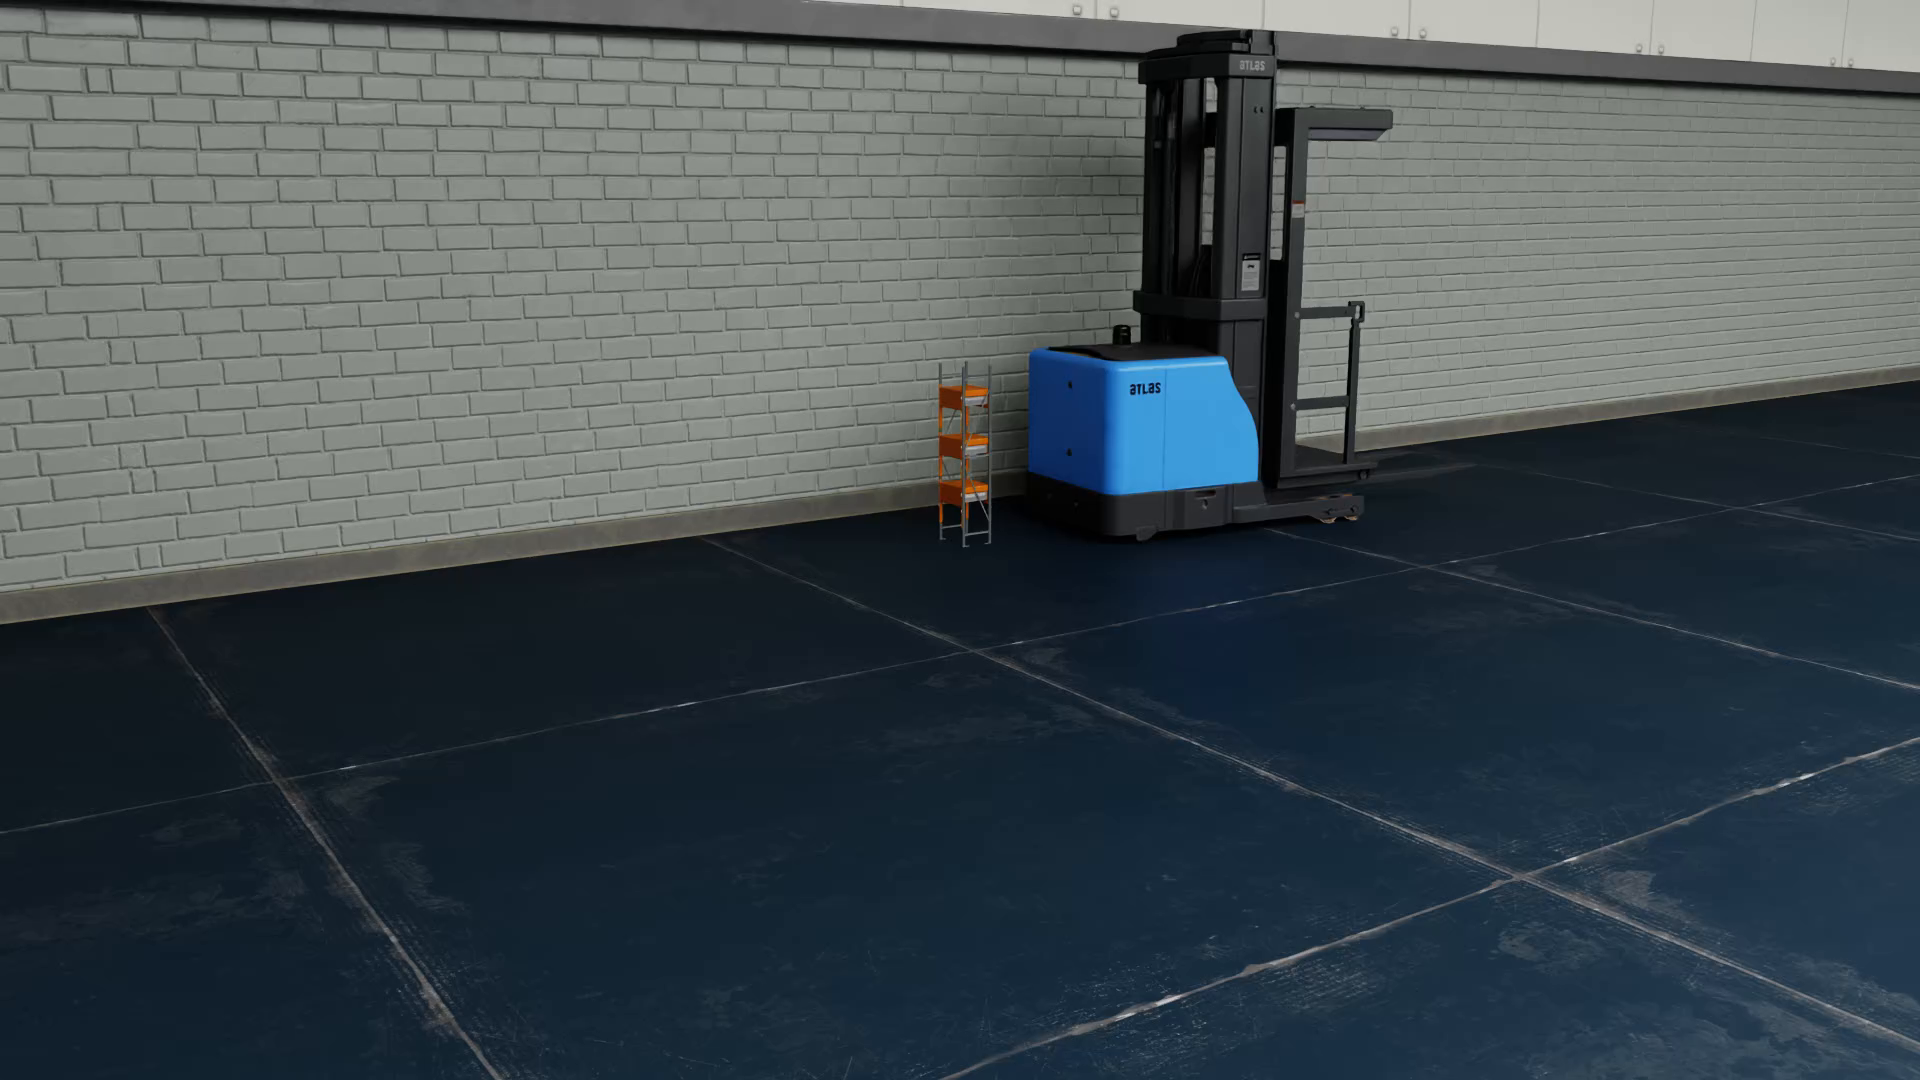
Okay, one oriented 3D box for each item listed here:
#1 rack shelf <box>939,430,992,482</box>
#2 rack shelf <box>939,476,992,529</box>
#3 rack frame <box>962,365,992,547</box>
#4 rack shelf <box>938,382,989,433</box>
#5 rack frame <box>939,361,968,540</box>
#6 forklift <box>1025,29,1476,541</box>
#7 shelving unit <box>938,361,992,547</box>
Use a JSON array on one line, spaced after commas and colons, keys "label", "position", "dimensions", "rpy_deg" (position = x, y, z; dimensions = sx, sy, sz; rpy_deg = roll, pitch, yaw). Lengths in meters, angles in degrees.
[{"label": "rack shelf", "position": [0.030, -0.493, 9.708], "dimensions": [0.215, 0.259, 0.240], "rpy_deg": [-8, 15, -33]}, {"label": "rack shelf", "position": [0.030, -0.222, 9.768], "dimensions": [0.215, 0.259, 0.240], "rpy_deg": [-8, 15, -33]}, {"label": "rack frame", "position": [0.097, -0.482, 9.607], "dimensions": [0.200, 1.050, 0.008], "rpy_deg": [-8, 15, -33]}, {"label": "rack shelf", "position": [0.030, -0.770, 9.648], "dimensions": [0.215, 0.259, 0.240], "rpy_deg": [-8, 15, -33]}, {"label": "rack frame", "position": [-0.038, -0.525, 9.805], "dimensions": [0.200, 1.050, 0.008], "rpy_deg": [-8, 15, -33]}, {"label": "forklift", "position": [1.956, -1.625, 10.433], "dimensions": [3.031, 2.935, 1.130], "rpy_deg": [-6, 14, -27]}, {"label": "shelving unit", "position": [0.030, -0.503, 9.706], "dimensions": [0.215, 1.050, 0.252], "rpy_deg": [-8, 15, -33]}]
